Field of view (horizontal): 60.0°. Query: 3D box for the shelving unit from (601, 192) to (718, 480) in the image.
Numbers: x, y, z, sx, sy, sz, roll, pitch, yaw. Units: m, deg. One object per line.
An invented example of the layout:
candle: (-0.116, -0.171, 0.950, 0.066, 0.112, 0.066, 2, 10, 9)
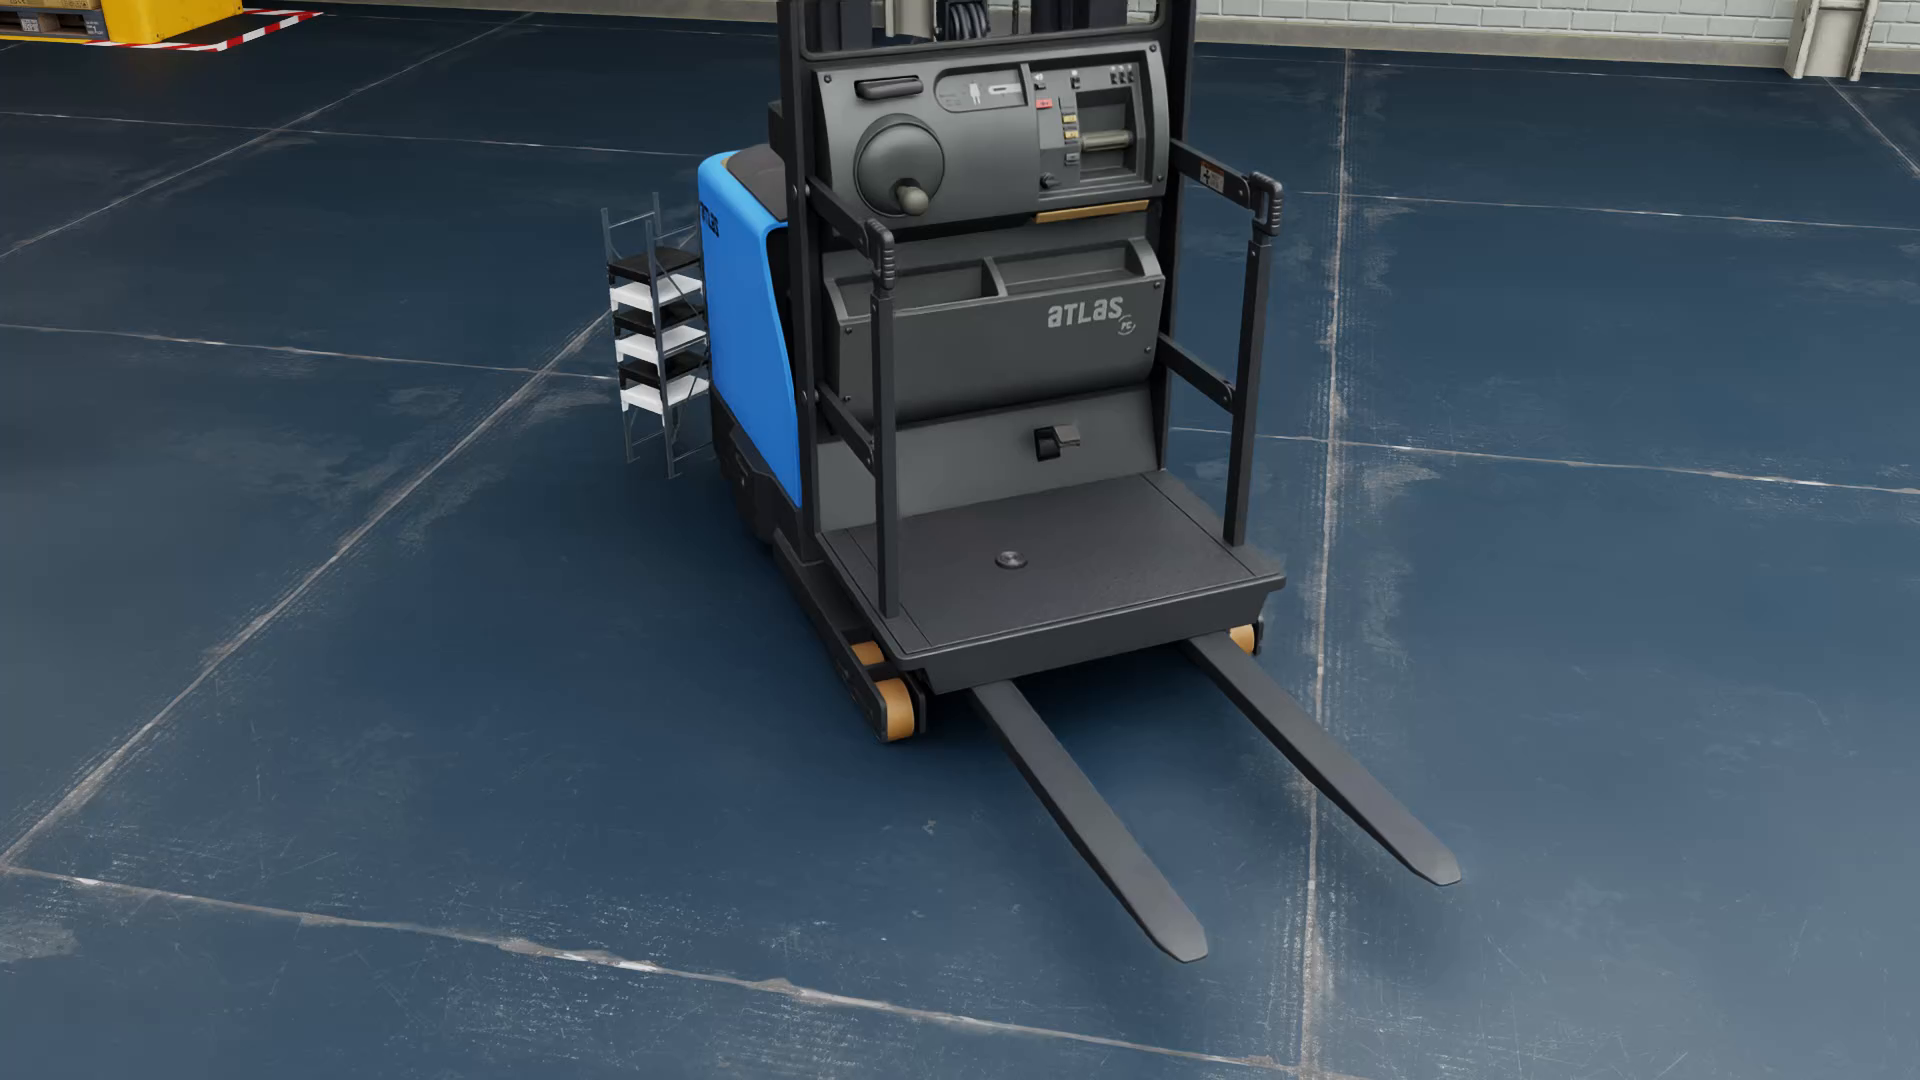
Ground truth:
shelving unit: (-0.988, -0.675, 5.545, 0.210, 0.900, 0.258, 20, 35, 32)

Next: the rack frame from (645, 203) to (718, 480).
rack frame: (-0.908, -0.645, 5.491, 0.006, 0.900, 0.240, 20, 35, 32)

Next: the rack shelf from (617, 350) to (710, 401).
rack shelf: (-0.988, -0.567, 5.605, 0.200, 0.077, 0.258, 20, 35, 32)

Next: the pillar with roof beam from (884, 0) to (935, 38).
pillar with roof beam: (-1.203, -5.541, 6.001, 0.400, 9.000, 9.100, 6, 29, 11)

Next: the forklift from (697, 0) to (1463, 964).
forklift: (0.180, -0.994, 4.013, 1.130, 2.935, 3.031, -11, 31, -19)

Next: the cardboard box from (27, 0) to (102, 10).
cardboard box: (-6.205, -3.917, 11.707, 0.500, 0.250, 0.500, 6, 29, 11)

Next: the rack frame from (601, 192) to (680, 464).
rack frame: (-1.069, -0.705, 5.600, 0.006, 0.900, 0.240, 20, 35, 32)

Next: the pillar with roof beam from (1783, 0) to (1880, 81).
pillar with roof beam: (4.664, -4.940, 4.902, 0.400, 9.000, 9.100, 6, 29, 11)

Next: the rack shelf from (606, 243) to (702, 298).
rack shelf: (-0.988, -0.882, 5.432, 0.200, 0.077, 0.258, 20, 35, 32)

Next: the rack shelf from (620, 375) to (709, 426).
rack shelf: (-0.988, -0.488, 5.648, 0.200, 0.077, 0.258, 20, 35, 32)

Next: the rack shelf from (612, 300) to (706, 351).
rack shelf: (-0.988, -0.724, 5.518, 0.200, 0.077, 0.258, 20, 35, 32)

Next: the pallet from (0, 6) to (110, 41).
pallet: (-6.436, -3.874, 12.107, 1.213, 0.211, 1.003, 6, 29, 11)

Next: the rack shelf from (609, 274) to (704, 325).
rack shelf: (-0.988, -0.803, 5.475, 0.200, 0.077, 0.258, 20, 35, 32)

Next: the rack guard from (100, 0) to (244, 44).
rack guard: (-5.656, -3.941, 11.929, 0.348, 0.500, 1.175, 6, 29, 11)

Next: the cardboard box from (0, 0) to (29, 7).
cardboard box: (-6.689, -3.971, 11.807, 0.500, 0.250, 0.500, 6, 29, 11)

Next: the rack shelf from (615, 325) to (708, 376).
rack shelf: (-0.988, -0.646, 5.561, 0.200, 0.077, 0.258, 20, 35, 32)
